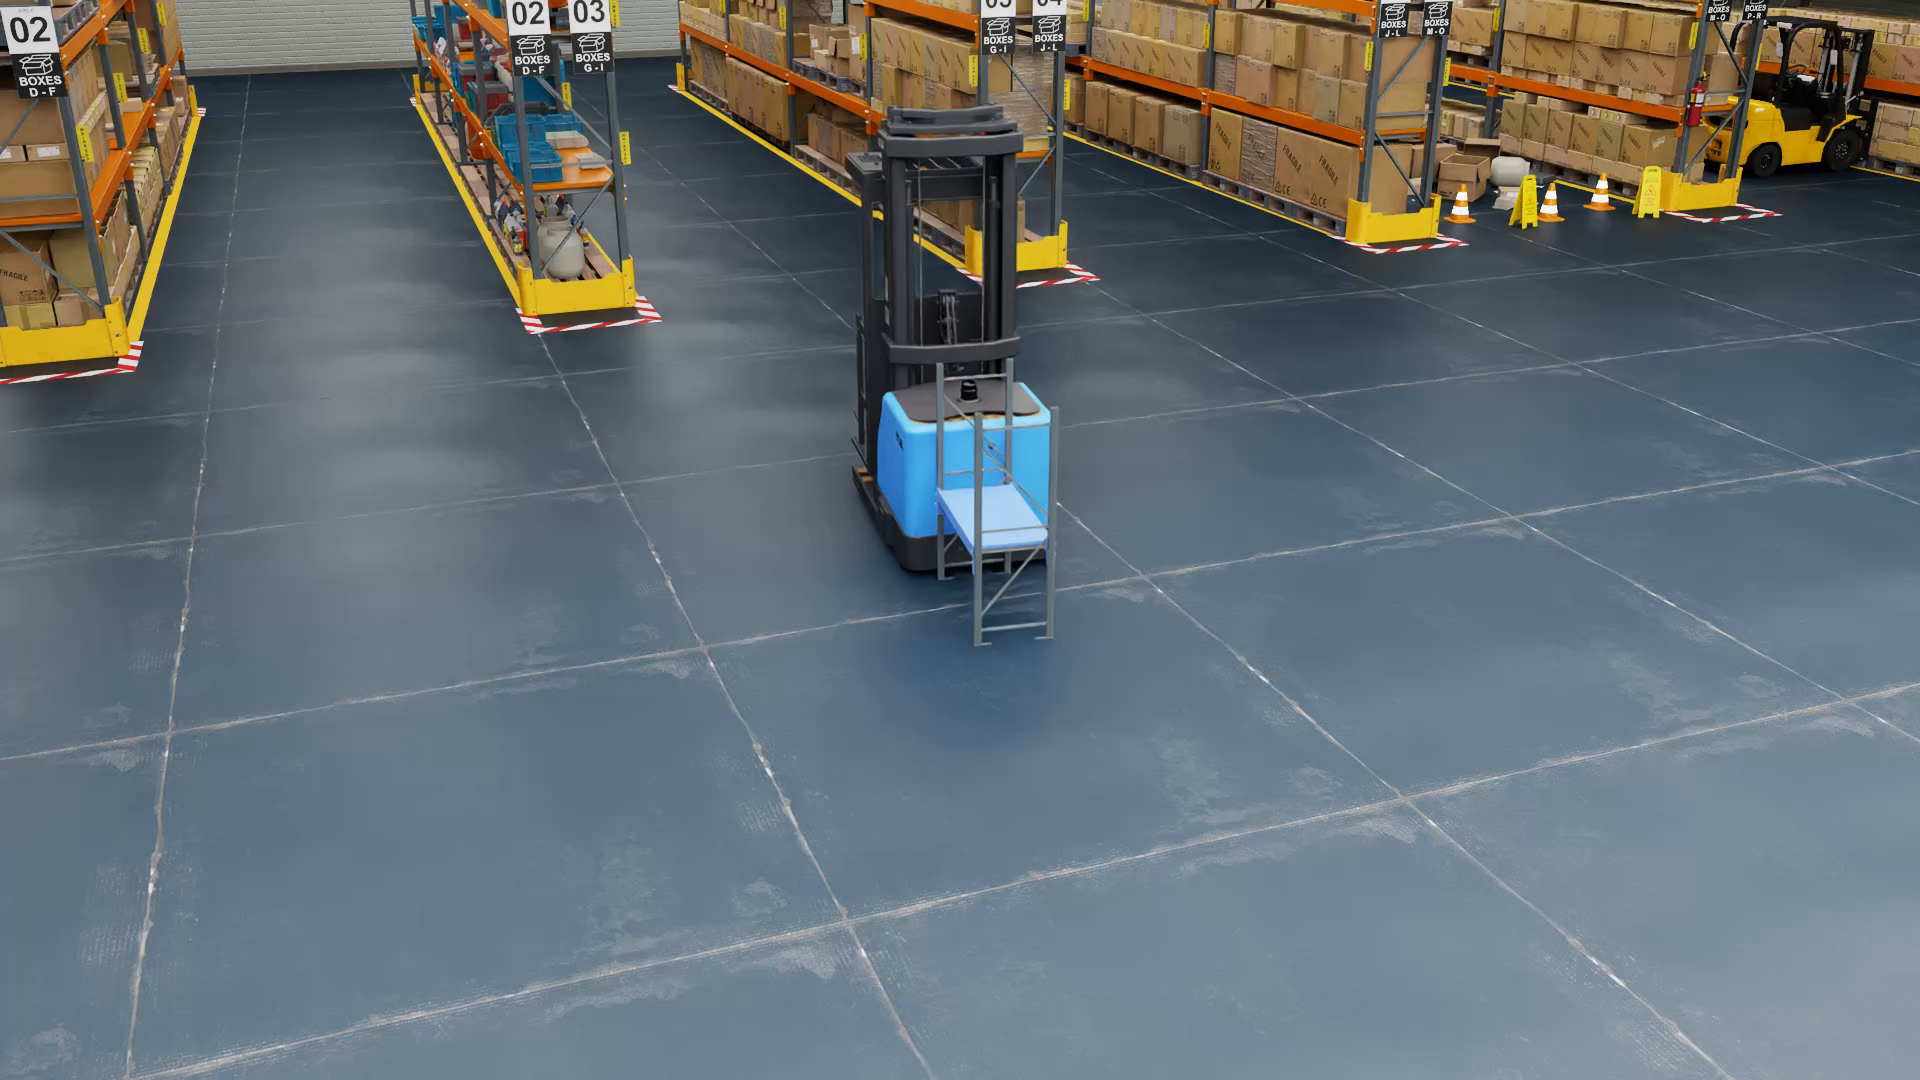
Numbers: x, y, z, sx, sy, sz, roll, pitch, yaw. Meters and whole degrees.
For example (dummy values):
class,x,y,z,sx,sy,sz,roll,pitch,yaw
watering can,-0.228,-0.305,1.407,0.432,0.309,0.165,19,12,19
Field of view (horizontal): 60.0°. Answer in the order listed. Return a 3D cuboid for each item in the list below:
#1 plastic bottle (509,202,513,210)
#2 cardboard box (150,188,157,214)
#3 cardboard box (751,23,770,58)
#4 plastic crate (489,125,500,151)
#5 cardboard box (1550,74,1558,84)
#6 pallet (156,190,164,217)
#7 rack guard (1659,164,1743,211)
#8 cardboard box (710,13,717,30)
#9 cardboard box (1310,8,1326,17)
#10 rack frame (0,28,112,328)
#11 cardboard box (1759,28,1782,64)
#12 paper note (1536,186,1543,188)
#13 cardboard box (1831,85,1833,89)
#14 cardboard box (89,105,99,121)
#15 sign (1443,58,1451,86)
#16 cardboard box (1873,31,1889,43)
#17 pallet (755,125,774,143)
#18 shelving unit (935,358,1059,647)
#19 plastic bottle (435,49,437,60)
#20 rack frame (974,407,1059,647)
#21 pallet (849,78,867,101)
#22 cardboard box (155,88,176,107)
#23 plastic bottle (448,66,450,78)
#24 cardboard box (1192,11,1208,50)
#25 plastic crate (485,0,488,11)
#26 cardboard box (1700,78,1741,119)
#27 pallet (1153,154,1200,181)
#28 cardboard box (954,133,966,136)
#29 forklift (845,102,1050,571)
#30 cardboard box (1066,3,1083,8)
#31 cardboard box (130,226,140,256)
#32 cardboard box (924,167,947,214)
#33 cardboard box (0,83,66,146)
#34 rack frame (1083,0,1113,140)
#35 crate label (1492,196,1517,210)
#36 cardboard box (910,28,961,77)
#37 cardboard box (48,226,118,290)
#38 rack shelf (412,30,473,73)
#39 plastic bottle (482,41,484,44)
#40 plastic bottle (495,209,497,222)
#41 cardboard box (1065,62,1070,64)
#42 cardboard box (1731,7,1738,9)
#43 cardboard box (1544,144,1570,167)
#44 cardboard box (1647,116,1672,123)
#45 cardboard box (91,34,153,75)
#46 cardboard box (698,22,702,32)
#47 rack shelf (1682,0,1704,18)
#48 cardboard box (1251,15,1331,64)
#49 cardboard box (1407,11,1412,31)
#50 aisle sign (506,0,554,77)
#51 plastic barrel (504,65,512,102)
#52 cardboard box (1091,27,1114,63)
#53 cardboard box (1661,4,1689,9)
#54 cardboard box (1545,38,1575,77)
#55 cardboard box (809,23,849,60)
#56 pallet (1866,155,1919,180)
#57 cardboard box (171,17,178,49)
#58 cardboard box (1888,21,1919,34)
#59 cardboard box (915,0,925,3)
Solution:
class,x,y,z,sx,sy,sz,roll,pitch,yaw
plastic bottle,-5.432,-3.953,20.199,0.061,0.283,0.133,-8,24,-19
cardboard box,-10.463,-4.265,21.006,0.500,0.250,0.500,-8,24,-18
cardboard box,-3.095,-8.157,27.112,0.500,0.500,0.500,-8,24,-18
plastic crate,-5.158,-4.648,19.188,0.450,0.188,0.662,-8,24,-19
cardboard box,8.781,-6.678,24.056,0.380,0.149,0.250,-8,24,-19
pallet,-11.168,-4.463,22.067,1.003,0.211,1.213,-8,24,-19
rack guard,9.917,-4.739,22.350,1.175,0.500,0.348,-8,24,-19
cardboard box,-4.153,-9.244,29.629,0.500,0.250,0.500,-8,24,-17
cardboard box,6.525,-9.258,29.403,0.500,0.250,0.500,-9,24,-20
rack frame,-8.596,-3.146,15.351,1.000,3.000,0.127,-8,24,-19
cardboard box,13.086,-7.848,26.379,0.500,0.500,0.500,-9,24,-20
paper note,8.208,-5.033,23.653,0.142,0.019,0.148,-18,29,-37
cardboard box,13.721,-7.052,26.331,0.500,0.250,0.500,-9,24,-20
cardboard box,-9.355,-4.505,17.612,0.380,0.149,0.250,-8,24,-19
sign,5.870,-5.657,20.092,0.100,0.325,0.005,-8,24,-19
cardboard box,13.726,-7.441,24.578,0.380,0.149,0.250,-8,24,-19
pallet,-2.788,-6.865,27.765,1.003,0.211,1.213,-8,24,-19
shelving unit,0.213,-0.255,10.423,0.538,1.500,1.048,-5,23,-12
plastic bottle,-8.364,-7.813,26.680,0.097,0.201,0.097,0,23,0
rack frame,0.330,-0.063,9.967,0.500,1.500,0.032,-5,23,-12
pallet,-0.874,-6.166,22.764,1.003,0.211,1.213,-8,24,-19
cardboard box,-13.504,-7.240,27.713,0.797,0.503,0.637,-8,24,-19
plastic bottle,-7.537,-6.962,24.661,0.097,0.201,0.097,0,23,0
cardboard box,3.755,-7.287,23.761,0.700,0.500,0.500,-9,24,-20
plastic crate,-5.071,-5.951,18.418,0.336,0.188,0.450,-8,24,-19
cardboard box,12.712,-7.569,28.363,0.875,0.625,0.625,-9,24,-20
pallet,3.593,-5.586,24.731,1.003,0.211,1.213,-8,24,-19
cardboard box,0.155,-4.638,19.214,0.380,0.149,0.250,-8,24,-19
forklift,-0.197,-1.691,11.987,1.130,2.935,3.031,-5,23,-12
cardboard box,1.990,-9.169,28.659,0.380,0.149,0.250,-9,24,-20
cardboard box,-9.641,-3.387,18.923,0.500,0.250,0.500,-8,24,-19
cardboard box,-0.134,-4.426,21.066,0.500,0.500,0.500,-11,25,-24
cardboard box,-8.768,-3.980,15.532,0.700,0.500,0.500,-8,24,-19
rack frame,2.523,-8.054,26.997,1.000,3.000,0.127,-8,24,-19
crate label,7.331,-4.525,22.309,0.298,0.136,0.250,18,29,36
cardboard box,-0.278,-5.859,19.990,0.500,0.500,0.500,-8,24,-19
cardboard box,-8.756,-2.824,16.623,0.500,0.500,0.500,-8,24,-19
rack shelf,-8.906,-8.579,29.169,1.077,0.370,4.000,-8,24,-19
plastic bottle,-7.629,-7.895,26.780,0.152,0.276,0.135,-8,24,-19
plastic bottle,-5.635,-3.978,20.362,0.097,0.201,0.097,0,23,0
cardboard box,1.978,-8.280,29.245,0.500,0.250,0.500,-9,25,-21
cardboard box,12.943,-8.880,27.994,0.380,0.149,0.250,-8,24,-19
cardboard box,8.876,-5.607,24.190,0.500,0.250,0.500,-9,24,-20
cardboard box,9.720,-5.664,23.361,0.500,0.500,0.500,-9,25,-21
cardboard box,-11.894,-6.864,23.504,0.700,0.500,0.500,-4,23,-9
cardboard box,-4.618,-9.468,30.676,0.380,0.149,0.250,-9,24,-20
rack shelf,9.237,-7.641,23.080,1.077,0.370,4.000,-8,24,-19
cardboard box,4.399,-6.630,22.034,0.875,0.550,0.550,-8,24,-19
cardboard box,7.445,-8.571,27.171,0.500,0.500,0.500,-8,24,-18
aisle sign,-4.213,-4.955,16.297,0.394,0.787,0.004,-8,24,-19
plastic barrel,-5.766,-5.984,21.911,0.433,0.535,0.433,0,23,0
cardboard box,2.429,-7.900,26.502,0.500,0.500,0.500,-8,24,-18
cardboard box,12.245,-9.092,28.496,0.380,0.149,0.250,-8,24,-19
cardboard box,8.790,-6.938,23.838,0.500,0.500,0.500,-9,24,-19
cardboard box,-1.925,-7.459,24.916,0.500,0.500,0.500,-12,25,-25
pallet,14.277,-5.533,24.605,1.003,0.211,1.213,-8,24,-19
cardboard box,-13.478,-8.510,27.949,0.500,0.500,0.500,-8,24,-19
cardboard box,13.814,-7.486,24.301,0.380,0.149,0.250,-8,24,-18
cardboard box,-0.270,-6.507,19.658,0.500,0.250,0.500,-9,24,-20
